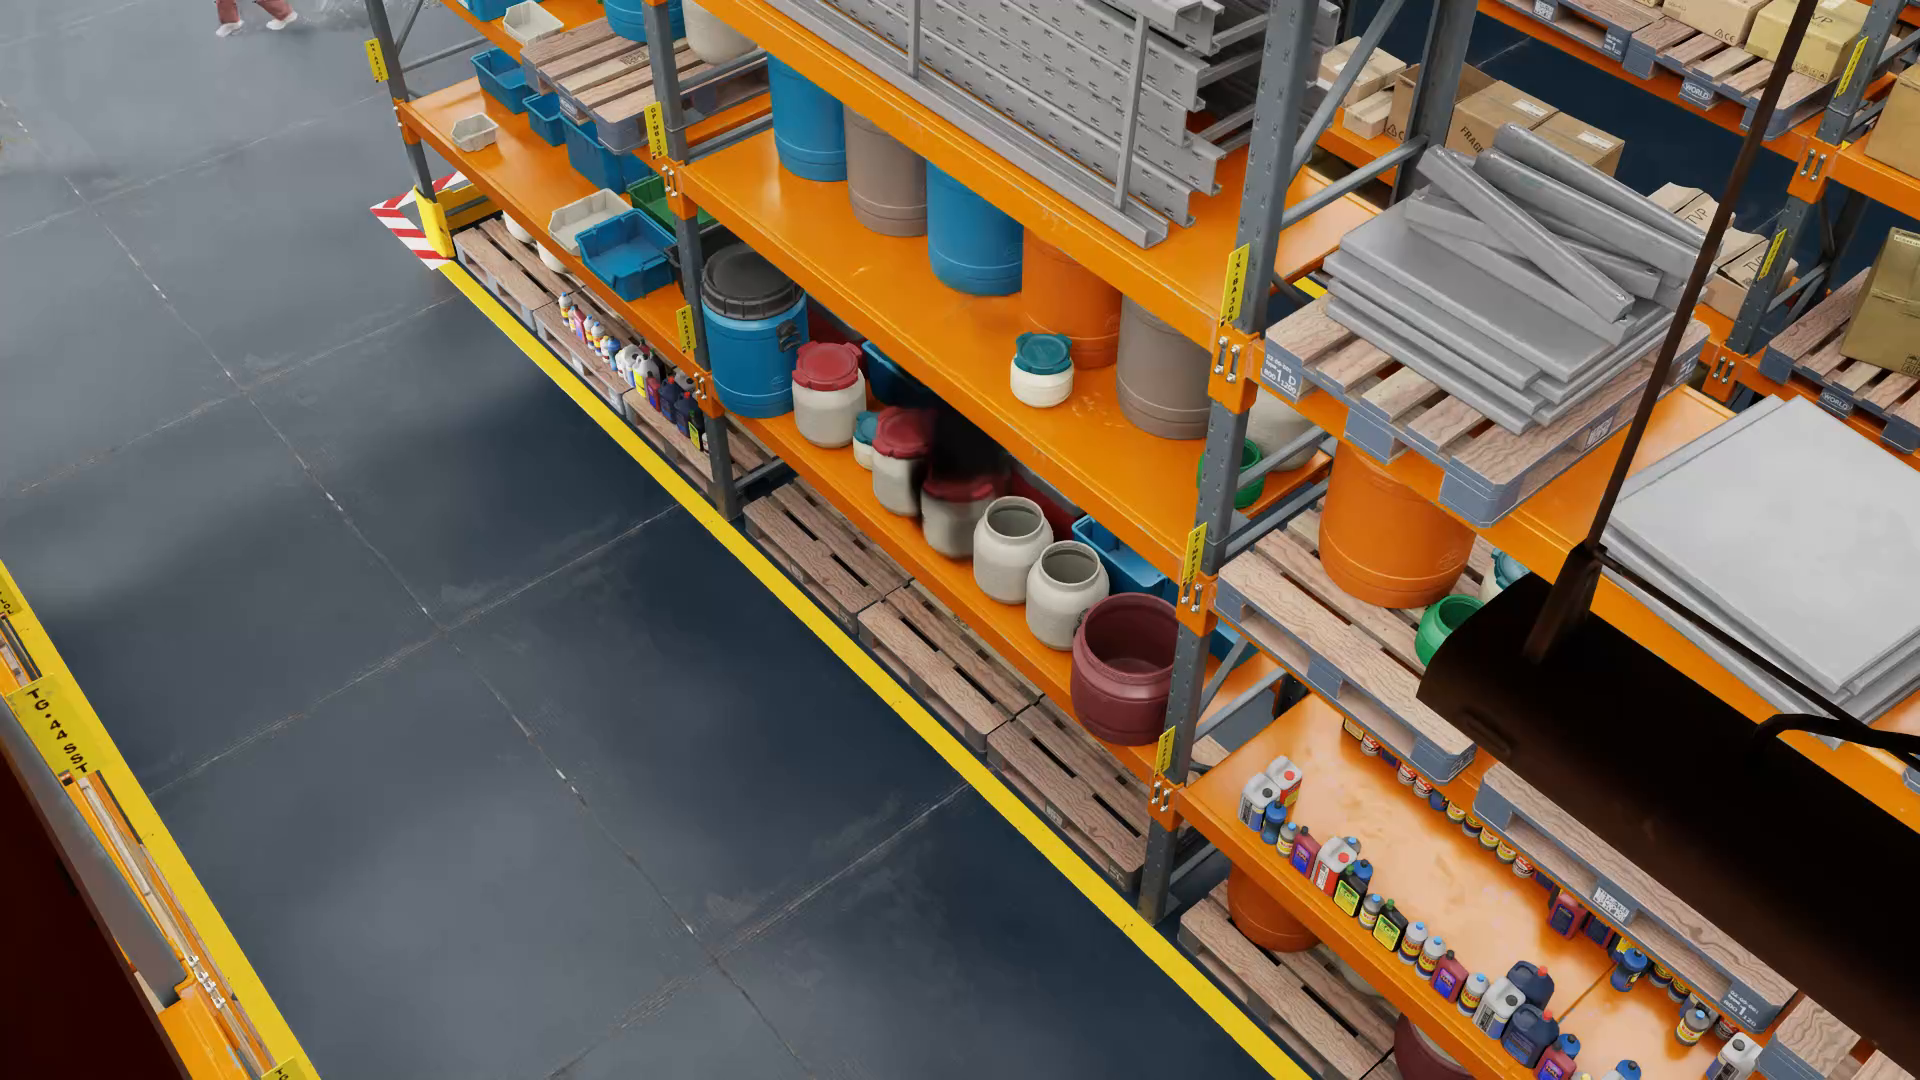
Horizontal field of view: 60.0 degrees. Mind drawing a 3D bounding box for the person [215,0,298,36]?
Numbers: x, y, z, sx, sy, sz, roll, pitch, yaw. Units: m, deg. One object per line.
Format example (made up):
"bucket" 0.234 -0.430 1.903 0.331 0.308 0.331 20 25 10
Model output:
"person" -6.510 -5.266 14.836 0.796 1.718 0.563 -10 47 -9
